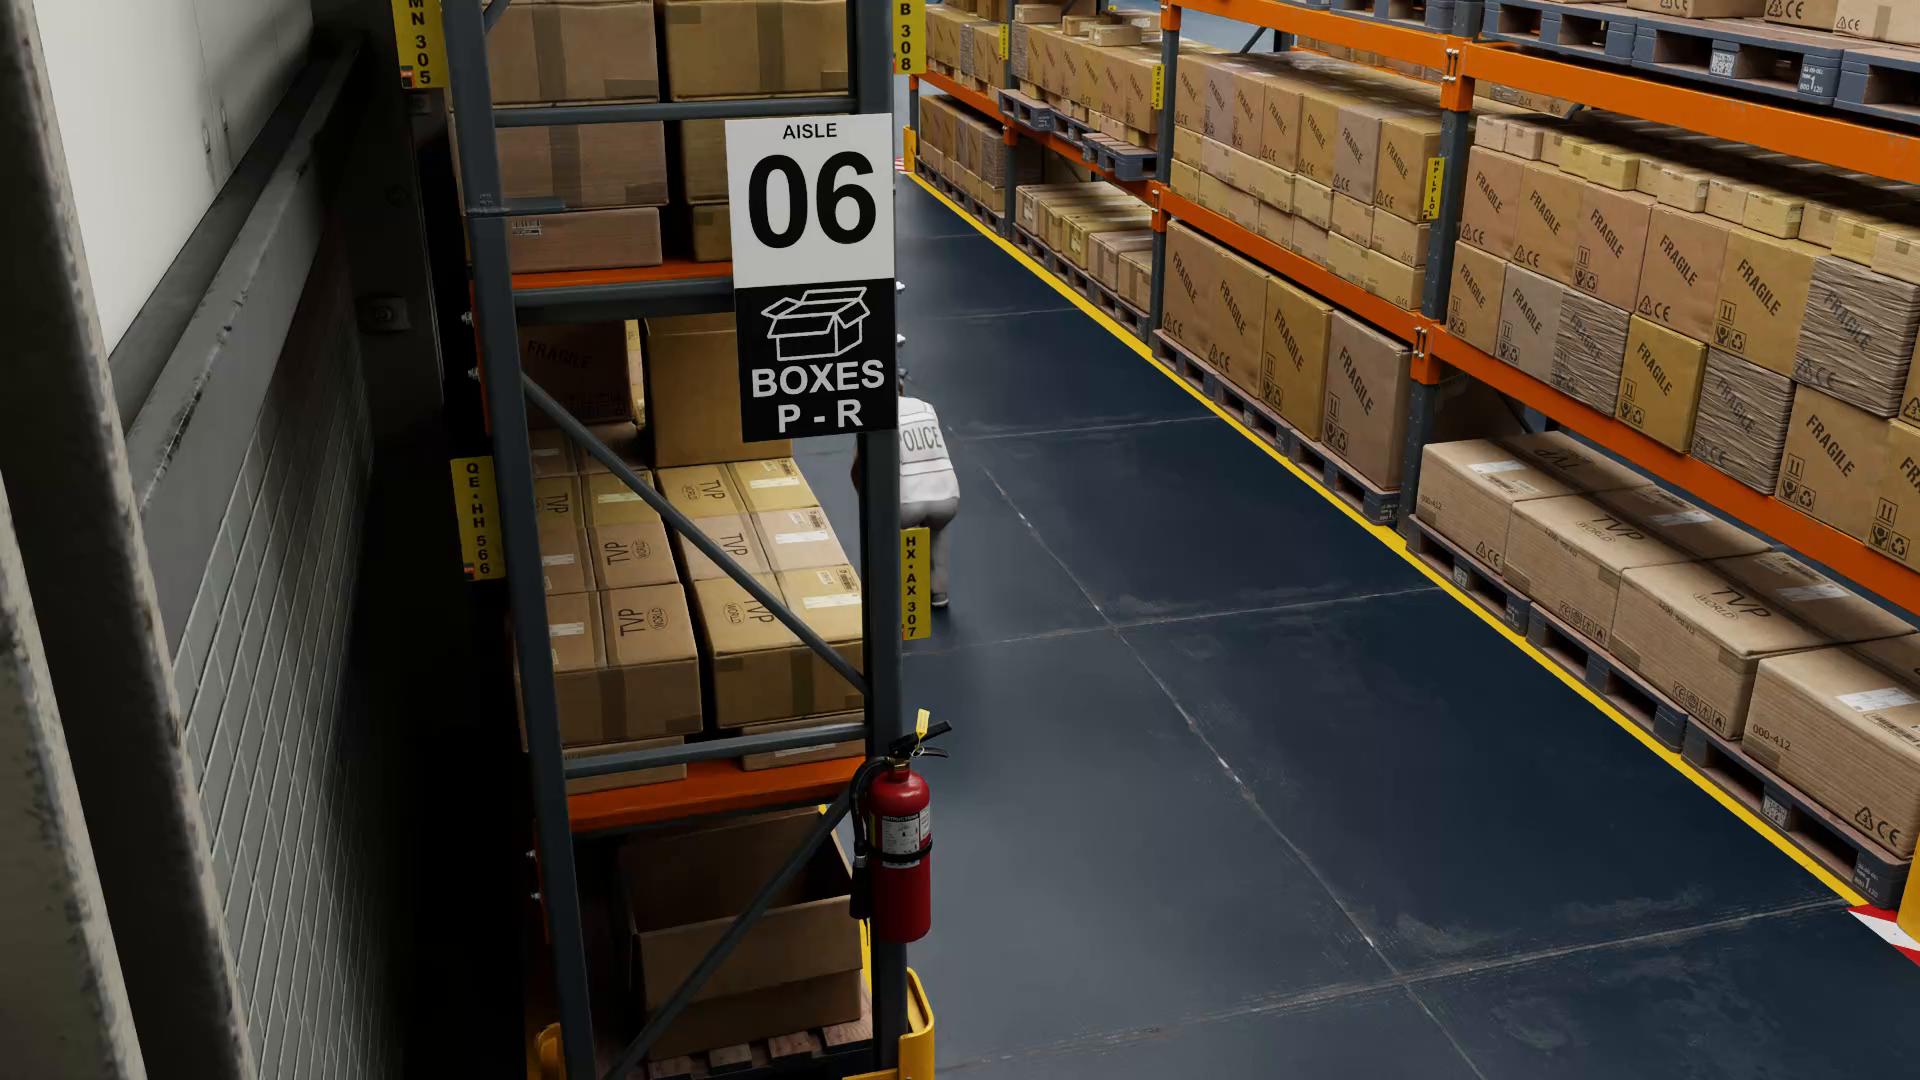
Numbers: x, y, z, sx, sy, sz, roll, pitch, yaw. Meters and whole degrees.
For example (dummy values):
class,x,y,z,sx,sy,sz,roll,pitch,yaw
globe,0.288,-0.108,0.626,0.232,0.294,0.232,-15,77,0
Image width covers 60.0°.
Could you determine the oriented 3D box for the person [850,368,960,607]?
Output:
class,x,y,z,sx,sy,sz,roll,pitch,yaw
person,-0.304,-0.251,8.728,0.496,1.246,0.781,-7,24,-17
